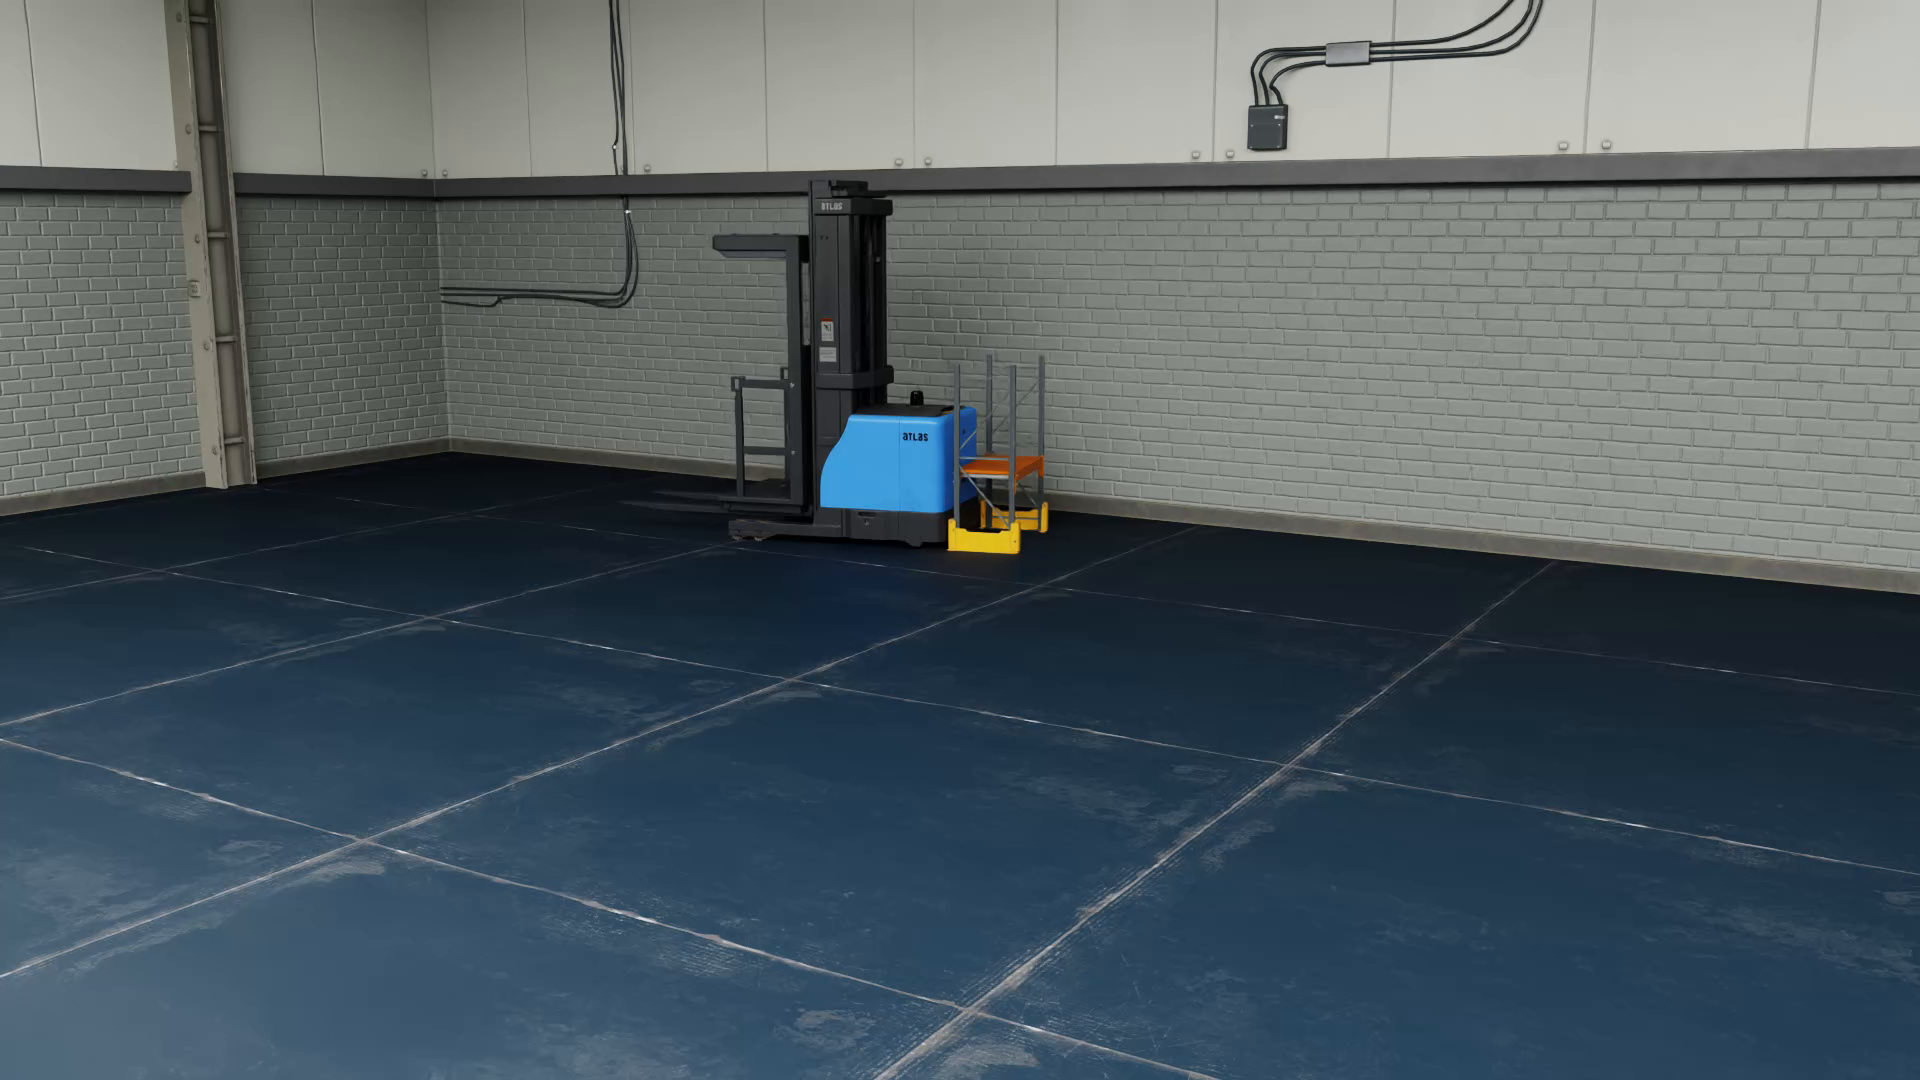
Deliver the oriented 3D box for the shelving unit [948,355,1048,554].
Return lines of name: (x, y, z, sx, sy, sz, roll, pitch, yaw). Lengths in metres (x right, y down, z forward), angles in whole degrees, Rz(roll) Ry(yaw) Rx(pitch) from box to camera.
shelving unit: (0.330, -0.734, 13.713, 0.587, 1.500, 1.083, 3, 11, 15)

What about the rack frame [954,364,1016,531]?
rack frame: (0.195, -0.645, 13.241, 0.500, 1.500, 0.032, 3, 11, 15)

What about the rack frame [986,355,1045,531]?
rack frame: (0.470, -0.826, 14.203, 0.500, 1.500, 0.032, 3, 11, 15)

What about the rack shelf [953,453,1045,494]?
rack shelf: (0.333, -0.559, 13.755, 0.538, 0.185, 1.000, 3, 11, 15)

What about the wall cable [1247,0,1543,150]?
wall cable: (3.380, -6.080, 12.651, 2.305, 6.003, 0.169, 6, 12, 31)

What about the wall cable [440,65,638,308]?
wall cable: (-4.726, -3.792, 18.107, 3.097, 2.526, 0.112, 6, 12, 31)

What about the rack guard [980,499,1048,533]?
rack guard: (0.465, -0.208, 14.300, 0.587, 0.250, 0.087, 3, 11, 15)

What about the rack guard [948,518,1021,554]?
rack guard: (0.196, -0.031, 13.357, 0.587, 0.250, 0.087, 3, 11, 15)

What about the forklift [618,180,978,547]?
forklift: (-1.419, -1.521, 14.029, 3.031, 2.935, 1.130, 3, 11, 18)

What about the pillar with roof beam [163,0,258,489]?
pillar with roof beam: (-3.706, -4.570, 13.825, 9.100, 9.000, 0.400, 6, 12, 31)

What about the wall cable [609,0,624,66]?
wall cable: (-2.413, -6.016, 16.262, 3.097, 2.526, 0.112, 6, 12, 31)
